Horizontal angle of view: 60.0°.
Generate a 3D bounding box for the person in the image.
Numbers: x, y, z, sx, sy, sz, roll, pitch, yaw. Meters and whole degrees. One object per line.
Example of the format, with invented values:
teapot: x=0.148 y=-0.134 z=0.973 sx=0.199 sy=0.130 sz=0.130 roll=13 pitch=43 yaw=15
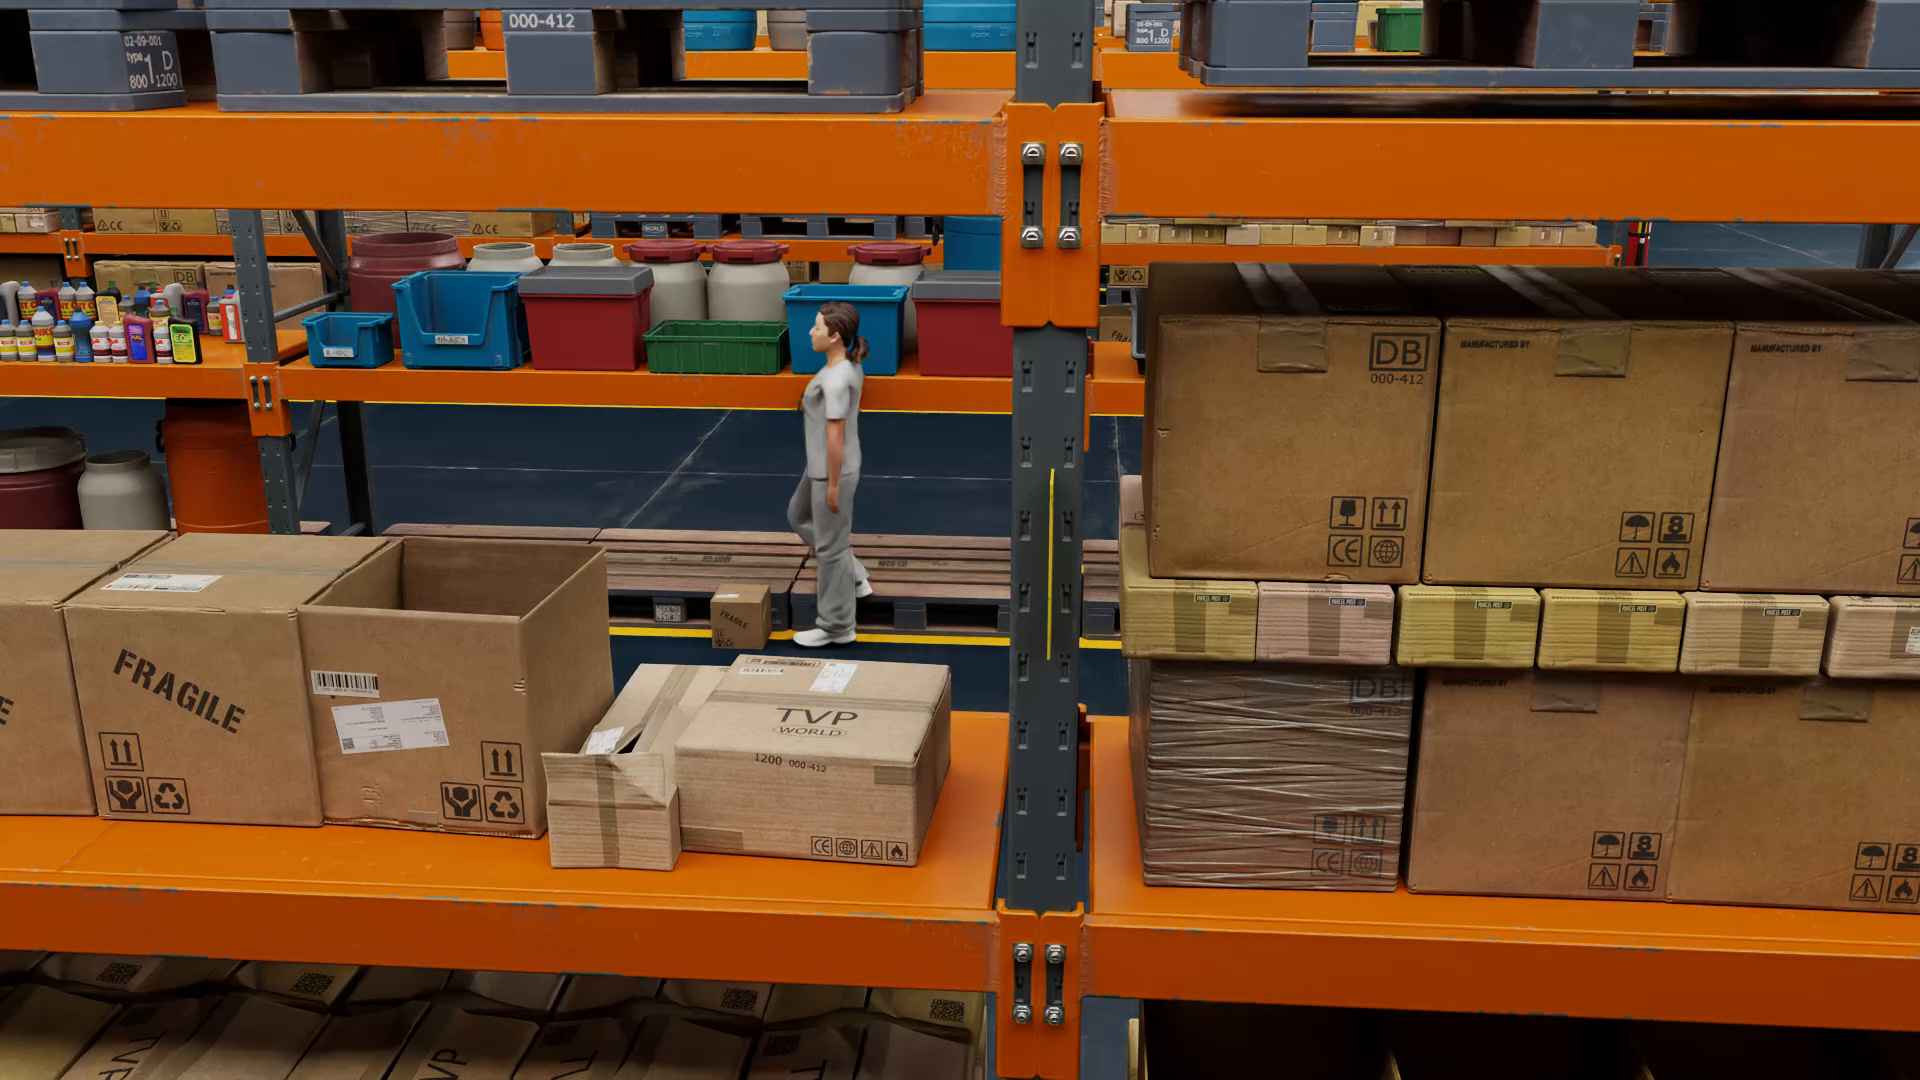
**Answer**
person: x=-0.640 y=-0.313 z=7.978 sx=0.460 sy=1.685 sz=0.512 roll=1 pitch=18 yaw=4
